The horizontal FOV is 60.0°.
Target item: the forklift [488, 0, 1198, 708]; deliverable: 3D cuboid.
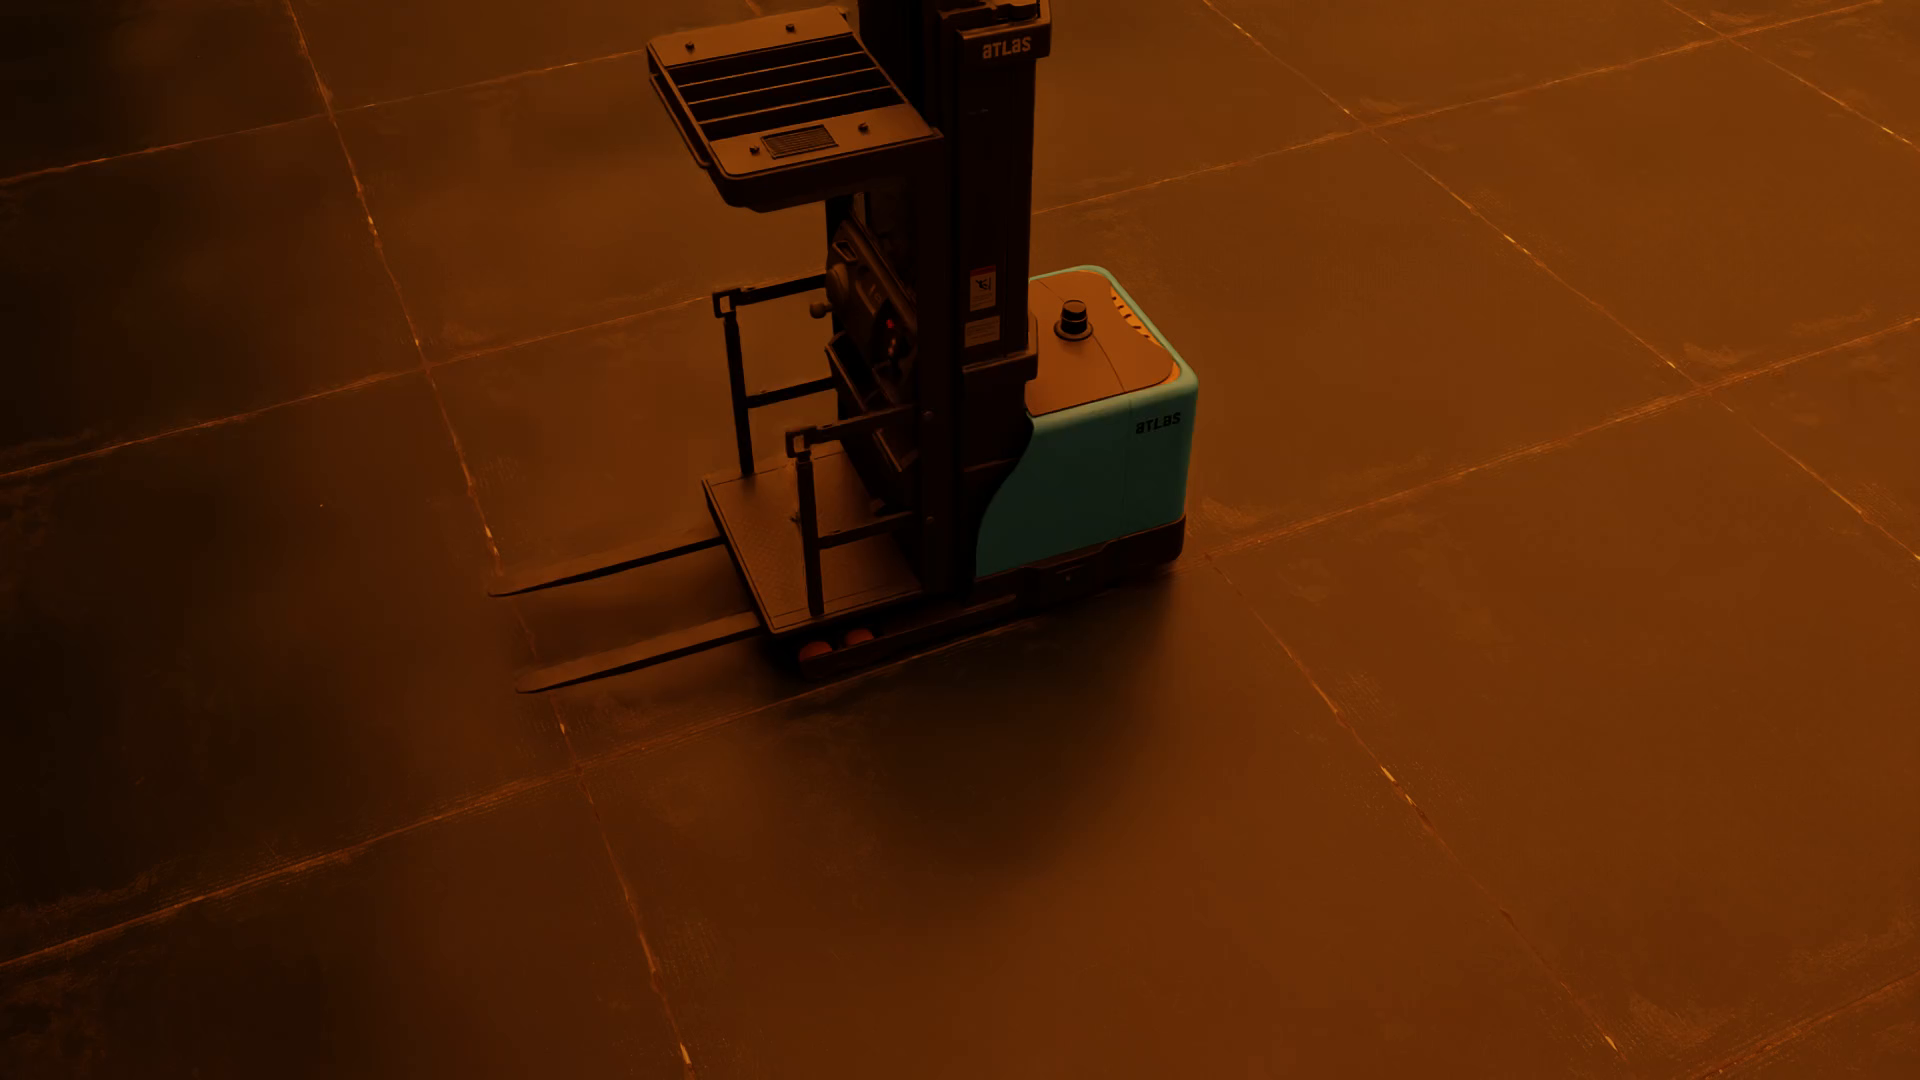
[{"bbox_3d":[-0.534,-0.866,6.608,3.031,2.935,1.130,-18,46,-18],"label":"forklift"}]
